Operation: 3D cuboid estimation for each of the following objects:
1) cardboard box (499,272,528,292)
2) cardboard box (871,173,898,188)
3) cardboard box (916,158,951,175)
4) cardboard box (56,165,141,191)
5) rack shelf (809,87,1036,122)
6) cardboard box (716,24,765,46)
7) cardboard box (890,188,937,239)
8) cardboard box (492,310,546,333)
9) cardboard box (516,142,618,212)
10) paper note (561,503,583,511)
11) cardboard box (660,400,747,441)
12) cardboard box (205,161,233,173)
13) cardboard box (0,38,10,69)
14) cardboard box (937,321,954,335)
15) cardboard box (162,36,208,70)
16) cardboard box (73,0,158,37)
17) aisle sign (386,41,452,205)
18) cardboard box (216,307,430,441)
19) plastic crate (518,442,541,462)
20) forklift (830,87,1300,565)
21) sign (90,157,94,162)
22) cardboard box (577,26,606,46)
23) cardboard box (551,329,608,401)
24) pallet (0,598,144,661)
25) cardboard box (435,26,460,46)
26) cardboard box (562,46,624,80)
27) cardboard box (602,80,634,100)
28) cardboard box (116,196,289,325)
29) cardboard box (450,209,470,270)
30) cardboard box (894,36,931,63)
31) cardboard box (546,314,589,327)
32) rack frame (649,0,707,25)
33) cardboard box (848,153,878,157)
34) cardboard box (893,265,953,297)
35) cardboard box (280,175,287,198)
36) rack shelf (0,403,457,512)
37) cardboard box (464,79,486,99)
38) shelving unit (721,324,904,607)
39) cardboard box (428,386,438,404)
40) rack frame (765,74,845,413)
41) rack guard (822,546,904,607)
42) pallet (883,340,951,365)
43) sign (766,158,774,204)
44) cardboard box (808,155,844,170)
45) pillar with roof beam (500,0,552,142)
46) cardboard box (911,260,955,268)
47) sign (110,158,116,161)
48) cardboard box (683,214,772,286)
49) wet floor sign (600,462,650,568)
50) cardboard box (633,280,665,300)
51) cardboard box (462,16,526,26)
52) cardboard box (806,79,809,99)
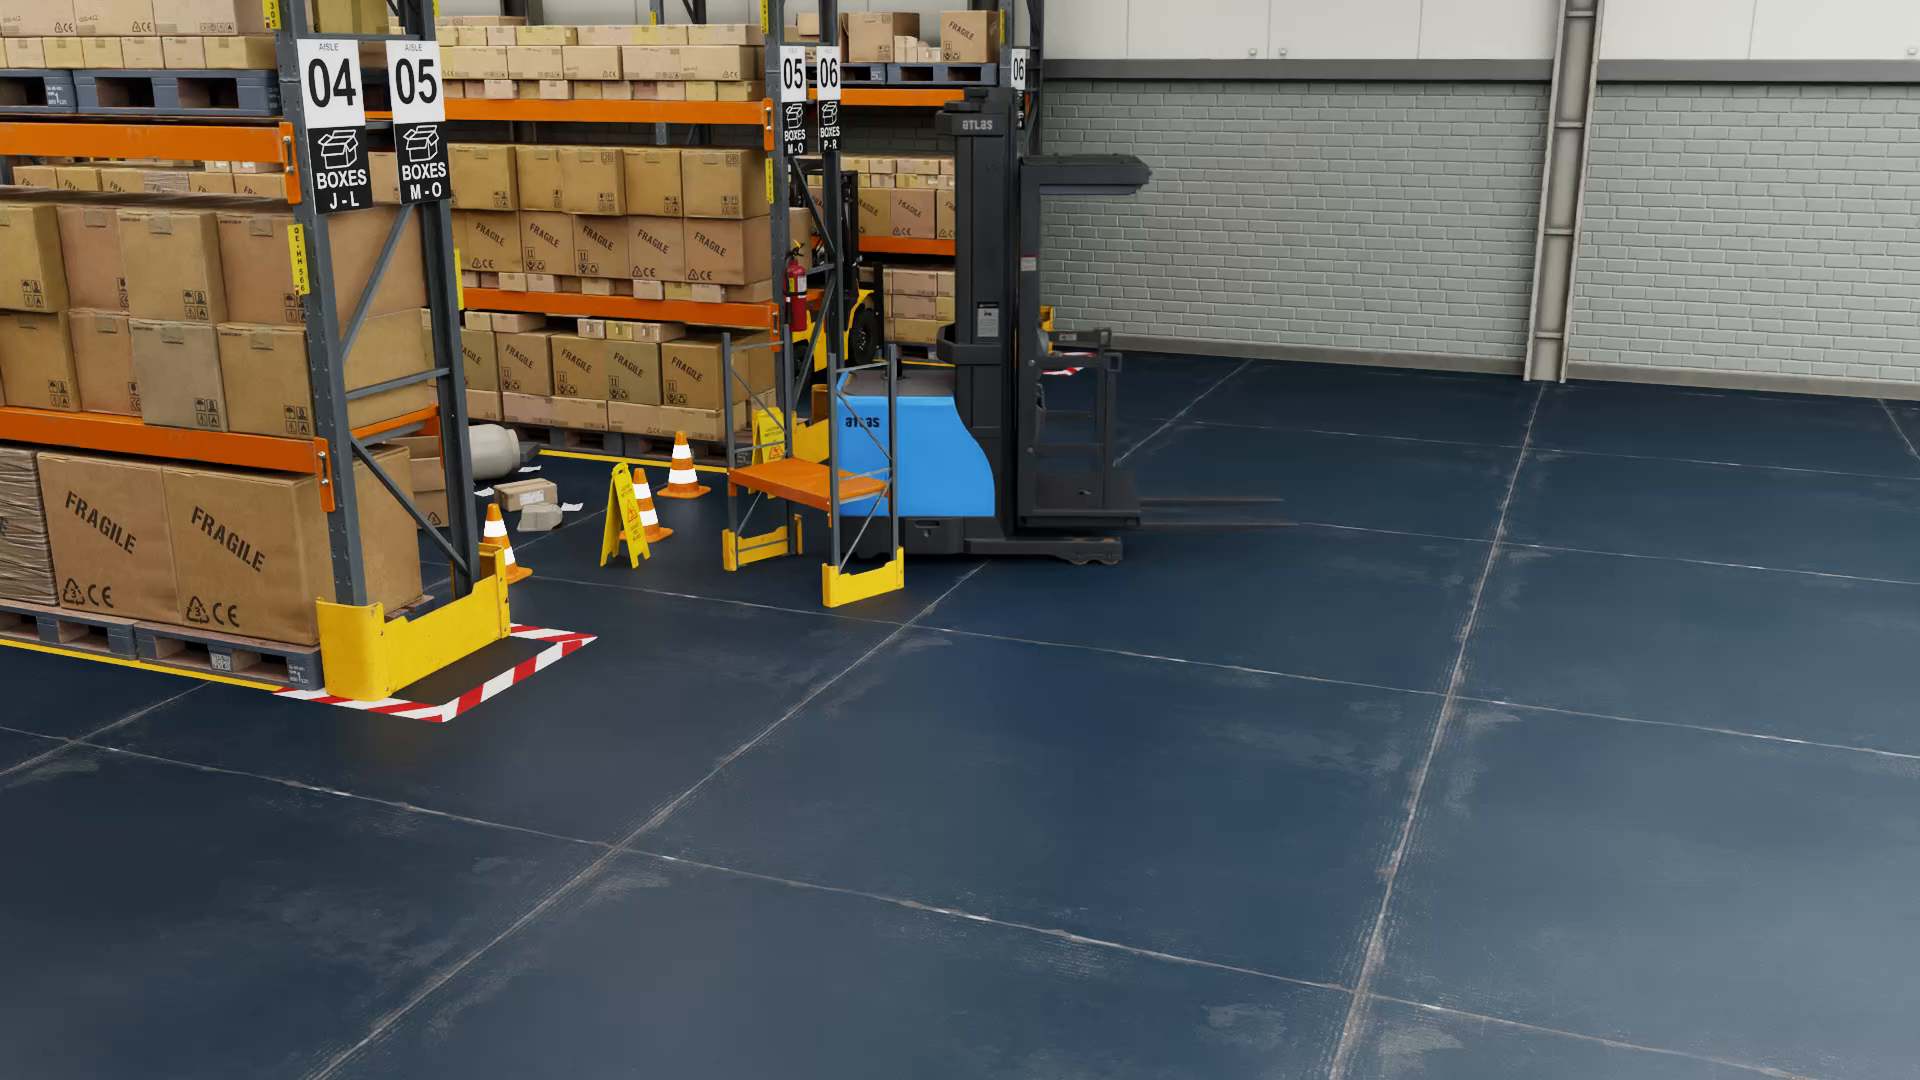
[{"bbox_3d":[-3.543,-2.126,13.567,0.250,0.149,0.380,6,17,21],"label":"cardboard box"},{"bbox_3d":[-0.751,-3.800,17.542,0.250,0.149,0.380,6,17,19],"label":"cardboard box"},{"bbox_3d":[-0.271,-3.895,17.334,0.250,0.149,0.380,7,17,22],"label":"cardboard box"},{"bbox_3d":[-7.805,-3.140,15.142,0.500,0.500,0.500,7,18,23],"label":"cardboard box"},{"bbox_3d":[-1.226,-4.674,17.802,4.000,0.370,1.077,6,17,21],"label":"rack shelf"},{"bbox_3d":[-1.607,-3.747,12.340,0.250,0.149,0.380,6,17,21],"label":"cardboard box"},{"bbox_3d":[-0.399,-3.460,17.531,0.500,0.500,0.500,7,18,22],"label":"cardboard box"},{"bbox_3d":[-3.630,-1.811,13.700,0.250,0.149,0.380,7,18,24],"label":"cardboard box"},{"bbox_3d":[-3.132,-2.919,13.342,0.500,0.500,0.700,6,17,20],"label":"cardboard box"},{"bbox_3d":[-2.793,-0.241,11.948,0.142,0.019,0.148,0,16,1],"label":"paper note"},{"bbox_3d":[-2.057,-0.983,13.357,0.500,0.250,0.500,6,17,20],"label":"cardboard box"},{"bbox_3d":[-6.327,-3.277,14.452,0.250,0.149,0.380,6,17,18],"label":"cardboard box"},{"bbox_3d":[-4.758,-2.464,8.418,0.250,0.149,0.380,7,17,21],"label":"cardboard box"},{"bbox_3d":[0.081,-2.221,17.623,0.500,0.250,0.500,6,17,21],"label":"cardboard box"},{"bbox_3d":[-3.574,-2.334,7.970,0.250,0.149,0.380,6,17,21],"label":"cardboard box"},{"bbox_3d":[-3.929,-2.582,8.110,0.500,0.250,0.500,6,17,21],"label":"cardboard box"},{"bbox_3d":[-2.730,-2.111,8.402,0.004,0.787,0.394,6,17,21],"label":"aisle sign"},{"bbox_3d":[-3.268,-0.890,8.591,0.550,0.550,0.875,6,17,21],"label":"cardboard box"},{"bbox_3d":[-3.745,-0.720,13.510,0.583,0.080,0.402,0,16,1],"label":"plastic crate"},{"bbox_3d":[0.685,-1.397,10.729,3.031,2.935,1.130,0,16,1],"label":"forklift"},{"bbox_3d":[-8.435,-3.564,16.136,0.005,0.325,0.100,6,17,21],"label":"sign"},{"bbox_3d":[-2.752,-3.904,12.883,0.250,0.149,0.380,6,17,19],"label":"cardboard box"},{"bbox_3d":[-2.978,-1.448,13.614,0.500,0.500,0.500,6,17,19],"label":"cardboard box"},{"bbox_3d":[-4.809,0.360,9.554,1.213,0.211,1.003,6,17,21],"label":"pallet"},{"bbox_3d":[-4.002,-3.999,13.209,0.250,0.149,0.380,6,17,20],"label":"cardboard box"},{"bbox_3d":[-2.710,-3.684,12.837,0.500,0.250,0.500,7,18,22],"label":"cardboard box"},{"bbox_3d":[-2.557,-3.479,12.849,0.250,0.149,0.380,6,17,20],"label":"cardboard box"},{"bbox_3d":[-3.782,-1.463,8.627,0.550,0.550,0.875,6,17,21],"label":"cardboard box"},{"bbox_3d":[-4.122,-2.524,13.773,0.500,0.500,0.500,6,17,20],"label":"cardboard box"},{"bbox_3d":[-0.484,-5.031,17.053,0.258,0.266,0.396,6,17,21],"label":"cardboard box"},{"bbox_3d":[-3.307,-1.642,14.284,0.500,0.500,0.500,7,18,24],"label":"cardboard box"},{"bbox_3d":[-3.087,-6.664,17.988,0.127,3.000,1.000,6,17,21],"label":"rack frame"},{"bbox_3d":[-1.028,-4.132,18.149,0.250,0.149,0.380,6,17,21],"label":"cardboard box"},{"bbox_3d":[-0.386,-2.752,17.659,0.500,0.250,0.500,7,17,22],"label":"cardboard box"},{"bbox_3d":[-5.419,-2.876,14.233,0.500,0.500,0.500,6,17,20],"label":"cardboard box"},{"bbox_3d":[-4.766,-0.651,9.327,4.000,0.370,1.077,6,17,21],"label":"rack shelf"},{"bbox_3d":[-3.748,-3.616,13.318,0.250,0.149,0.380,6,17,19],"label":"cardboard box"},{"bbox_3d":[-0.921,-0.486,10.157,0.587,1.500,1.083,-15,22,-41],"label":"shelving unit"},{"bbox_3d":[-4.455,-1.246,14.264,0.500,0.250,0.500,5,17,18],"label":"cardboard box"},{"bbox_3d":[-1.184,-2.086,12.979,0.127,3.000,1.000,6,17,21],"label":"rack frame"},{"bbox_3d":[-0.578,0.215,9.984,0.587,0.250,0.087,-15,22,-41],"label":"rack guard"},{"bbox_3d":[-0.093,-2.102,18.036,1.213,0.211,1.003,6,17,21],"label":"pallet"},{"bbox_3d":[-1.406,-2.652,12.285,0.005,0.325,0.100,6,17,21],"label":"sign"},{"bbox_3d":[-1.433,-4.044,17.846,0.250,0.149,0.380,6,17,21],"label":"cardboard box"},{"bbox_3d":[-6.844,-6.057,15.897,0.400,9.000,9.100,6,17,21],"label":"pillar with roof beam"},{"bbox_3d":[-0.210,-2.884,18.112,0.500,0.250,0.500,6,17,21],"label":"cardboard box"},{"bbox_3d":[-10.721,-4.876,21.035,0.005,0.325,0.100,6,17,21],"label":"sign"},{"bbox_3d":[-1.790,-2.261,12.869,0.500,0.500,0.500,6,17,20],"label":"cardboard box"},{"bbox_3d":[-2.153,-0.172,10.608,0.232,0.644,0.267,3,17,11],"label":"wet floor sign"},{"bbox_3d":[-2.368,-1.996,13.118,0.250,0.149,0.380,7,17,22],"label":"cardboard box"},{"bbox_3d":[-5.277,-5.689,18.898,0.500,0.500,0.500,7,17,22],"label":"cardboard box"},{"bbox_3d":[-1.373,-3.524,13.003,0.250,0.149,0.380,6,17,21],"label":"cardboard box"}]
